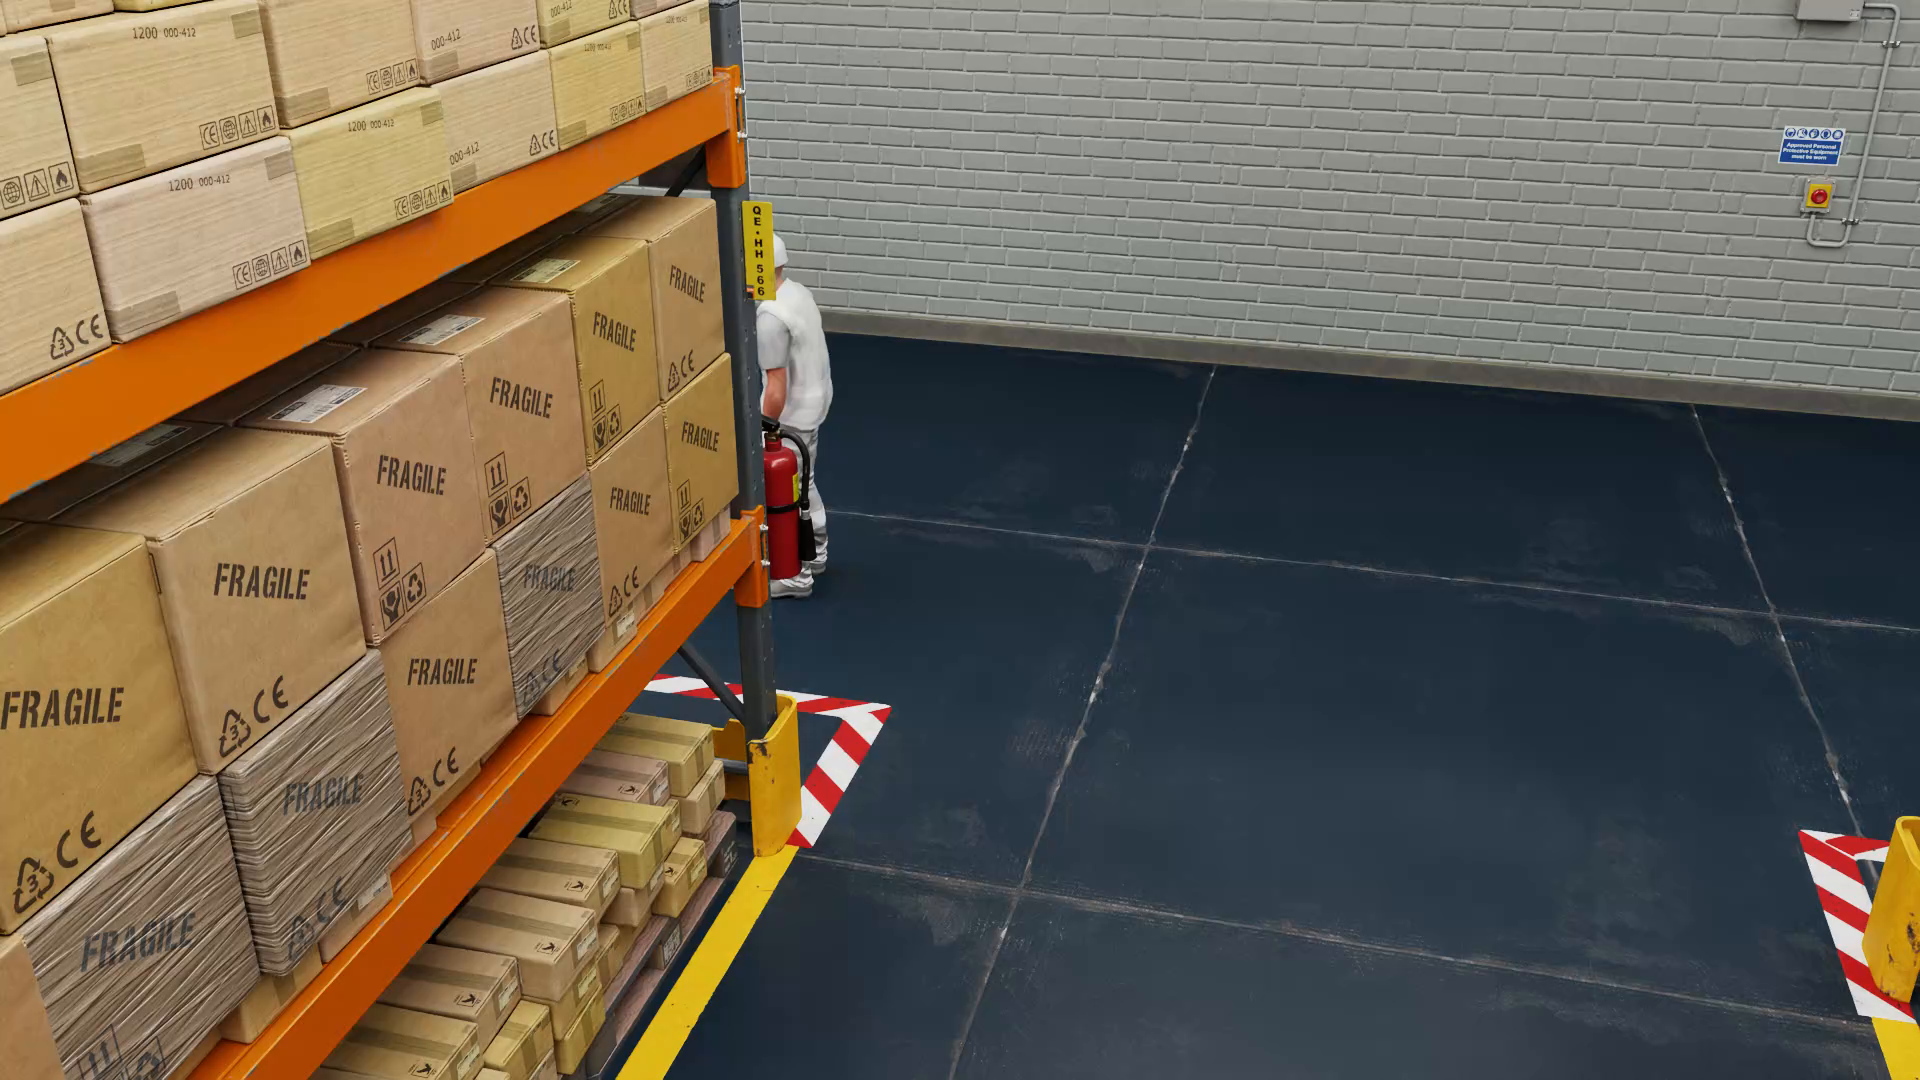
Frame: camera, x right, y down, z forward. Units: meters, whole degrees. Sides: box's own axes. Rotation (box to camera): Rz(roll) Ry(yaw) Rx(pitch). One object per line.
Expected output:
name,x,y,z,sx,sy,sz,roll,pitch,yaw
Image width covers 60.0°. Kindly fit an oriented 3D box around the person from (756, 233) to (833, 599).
person,-0.832,-0.582,7.831,0.446,1.780,0.623,5,26,11
